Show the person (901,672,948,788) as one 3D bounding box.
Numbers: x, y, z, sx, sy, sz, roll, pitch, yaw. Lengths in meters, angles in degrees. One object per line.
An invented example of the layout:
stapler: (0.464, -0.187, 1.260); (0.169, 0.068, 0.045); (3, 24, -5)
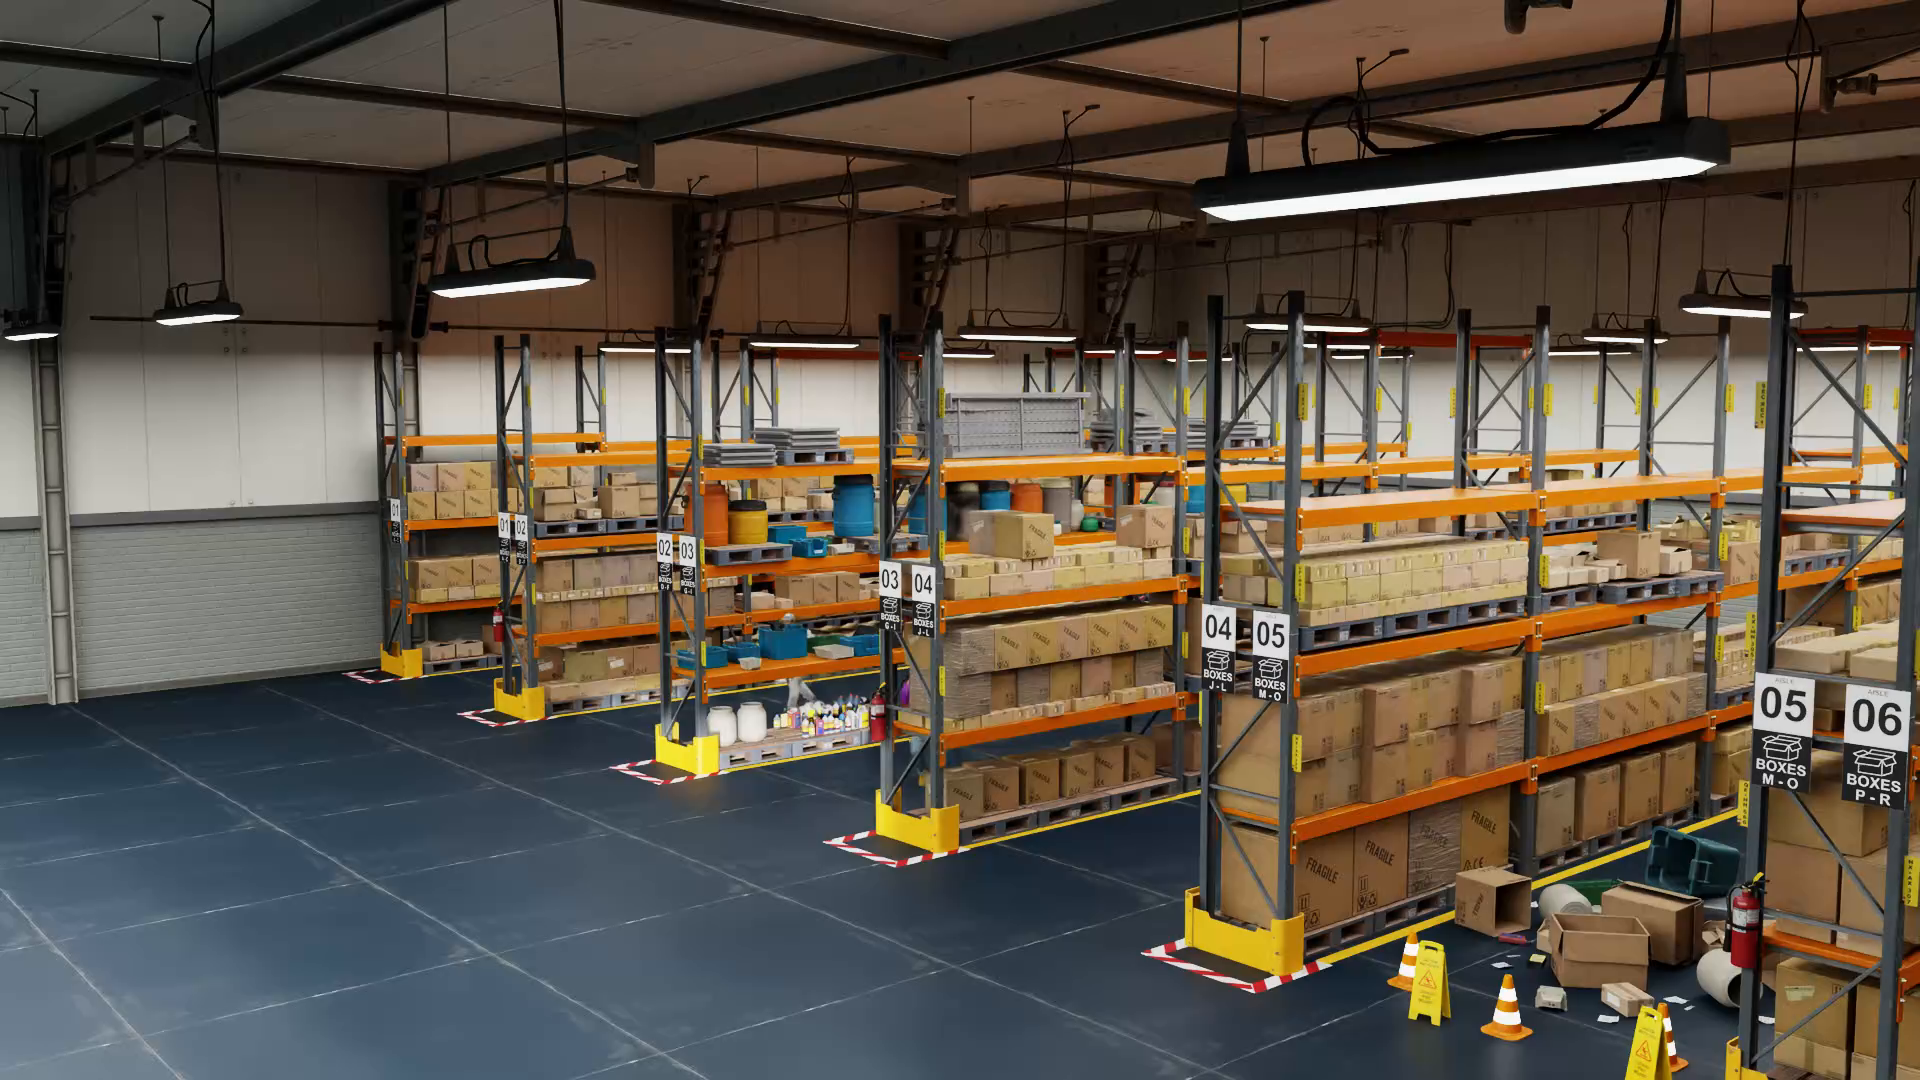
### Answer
person: (-0.417, 2.364, 21.547); (0.716, 1.697, 0.632); (0, 5, 4)

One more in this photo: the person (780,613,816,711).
person: (-2.580, 1.960, 26.278); (0.609, 1.658, 0.955); (4, 6, 36)
